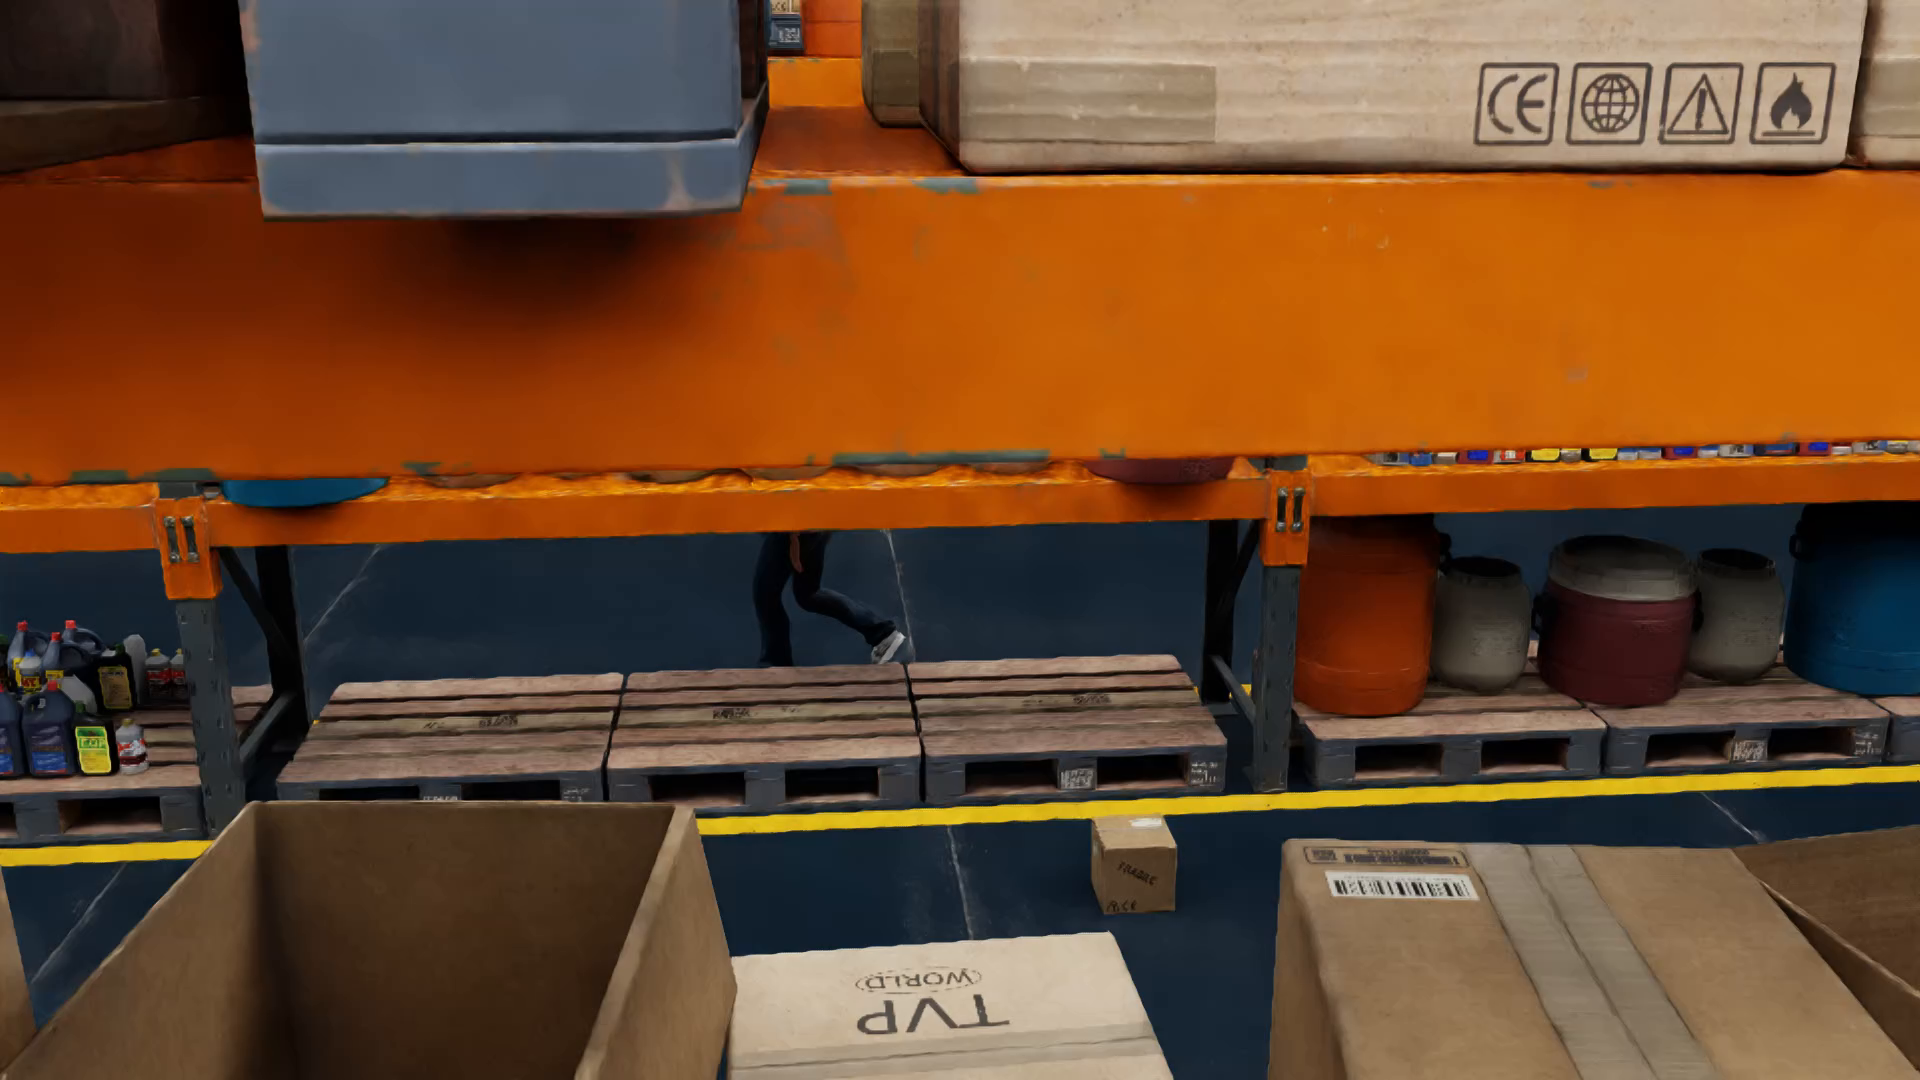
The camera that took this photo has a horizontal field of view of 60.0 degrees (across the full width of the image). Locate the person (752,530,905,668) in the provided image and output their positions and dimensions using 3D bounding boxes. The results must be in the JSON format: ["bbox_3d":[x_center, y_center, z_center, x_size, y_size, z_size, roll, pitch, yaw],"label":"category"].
[{"bbox_3d":[-0.643,-0.066,7.322,0.801,1.558,0.424,4,17,14],"label":"person"}]
